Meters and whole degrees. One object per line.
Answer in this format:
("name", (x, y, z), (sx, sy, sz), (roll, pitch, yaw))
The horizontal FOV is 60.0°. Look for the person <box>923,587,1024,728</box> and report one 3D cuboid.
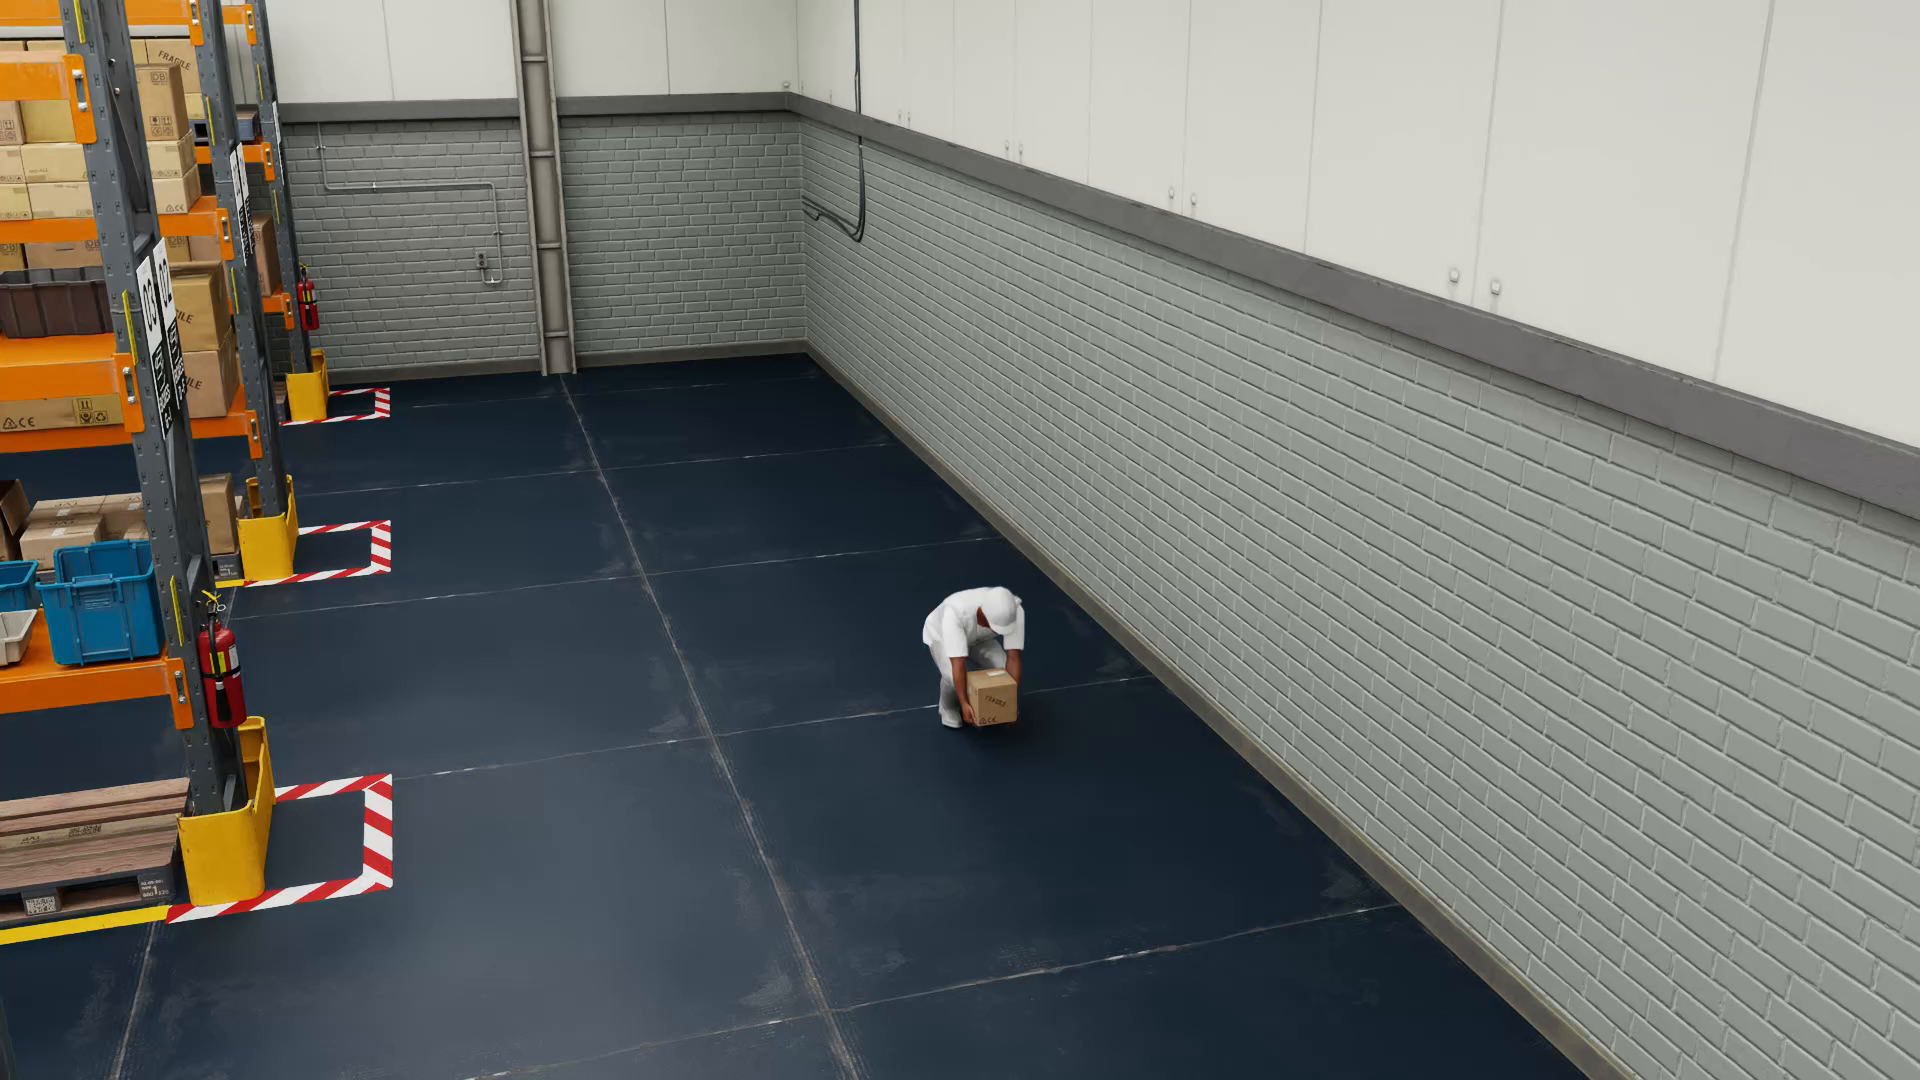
("person", (0.113, 0.670, 10.254), (0.541, 1.017, 0.887), (-7, 20, -19))
